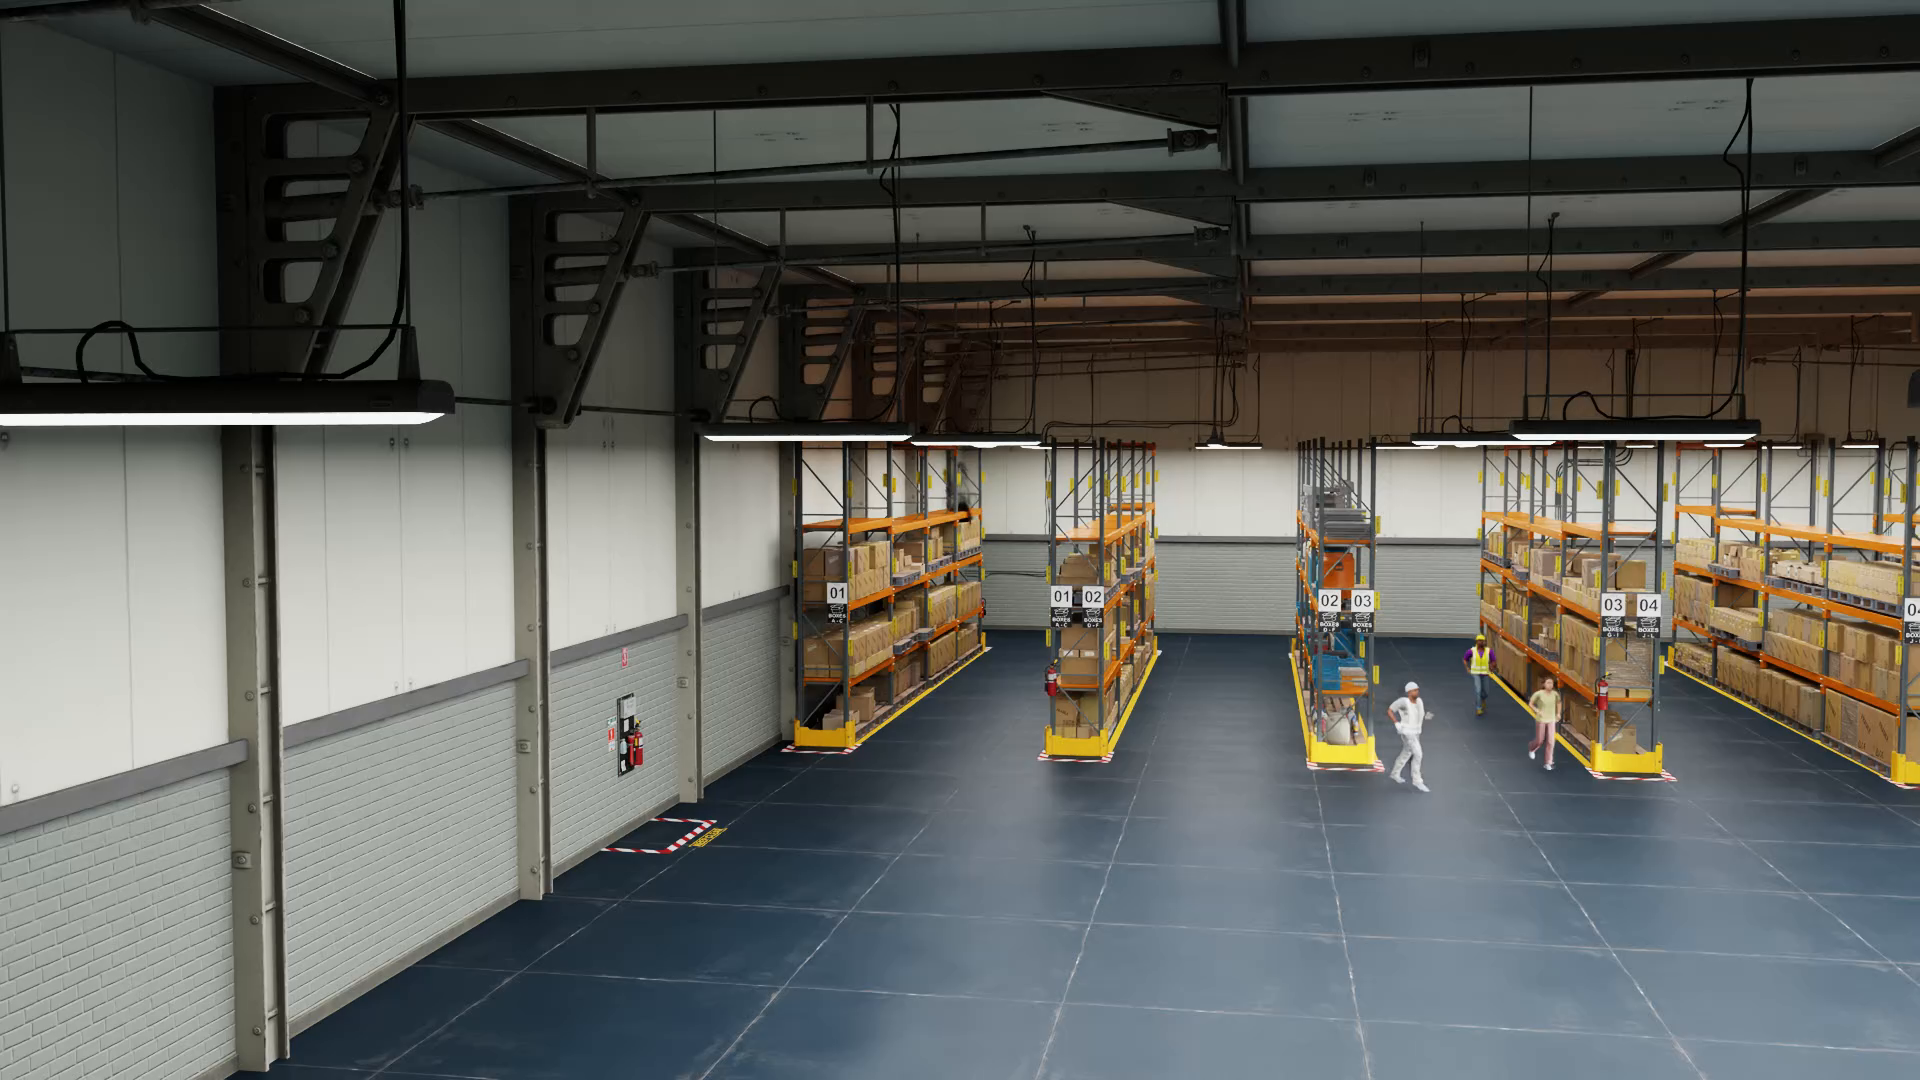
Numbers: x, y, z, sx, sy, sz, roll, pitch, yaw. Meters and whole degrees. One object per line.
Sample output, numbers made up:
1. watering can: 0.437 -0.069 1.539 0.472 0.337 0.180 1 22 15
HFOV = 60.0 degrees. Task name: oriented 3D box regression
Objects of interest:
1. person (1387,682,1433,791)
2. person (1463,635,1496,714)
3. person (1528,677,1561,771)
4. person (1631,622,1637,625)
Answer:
1. person: 7.660 3.309 28.289 0.668 1.809 0.819 -3 4 -42
2. person: 11.382 2.934 36.415 0.707 1.726 0.753 0 3 9
3. person: 10.644 3.301 30.205 0.619 1.660 0.834 0 3 -2
4. person: 17.655 2.628 43.780 0.603 1.557 0.571 1 3 25
